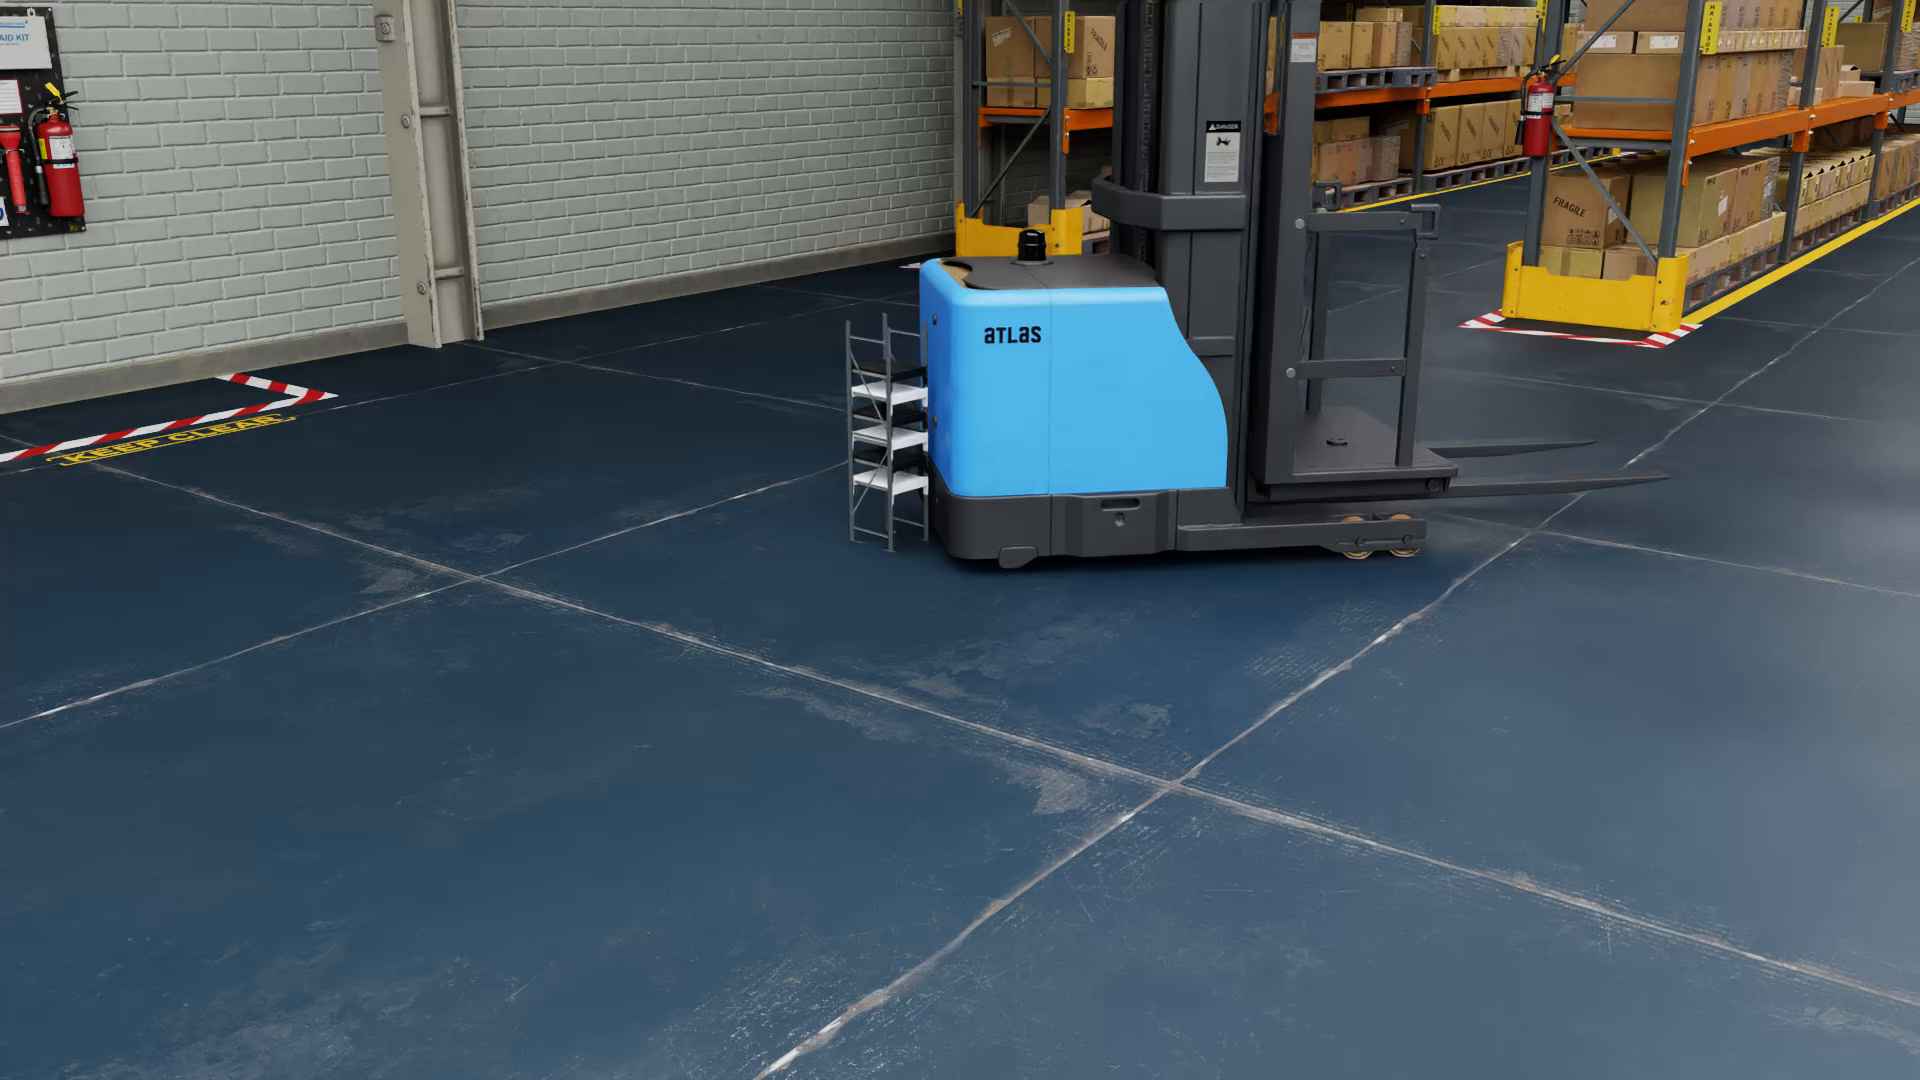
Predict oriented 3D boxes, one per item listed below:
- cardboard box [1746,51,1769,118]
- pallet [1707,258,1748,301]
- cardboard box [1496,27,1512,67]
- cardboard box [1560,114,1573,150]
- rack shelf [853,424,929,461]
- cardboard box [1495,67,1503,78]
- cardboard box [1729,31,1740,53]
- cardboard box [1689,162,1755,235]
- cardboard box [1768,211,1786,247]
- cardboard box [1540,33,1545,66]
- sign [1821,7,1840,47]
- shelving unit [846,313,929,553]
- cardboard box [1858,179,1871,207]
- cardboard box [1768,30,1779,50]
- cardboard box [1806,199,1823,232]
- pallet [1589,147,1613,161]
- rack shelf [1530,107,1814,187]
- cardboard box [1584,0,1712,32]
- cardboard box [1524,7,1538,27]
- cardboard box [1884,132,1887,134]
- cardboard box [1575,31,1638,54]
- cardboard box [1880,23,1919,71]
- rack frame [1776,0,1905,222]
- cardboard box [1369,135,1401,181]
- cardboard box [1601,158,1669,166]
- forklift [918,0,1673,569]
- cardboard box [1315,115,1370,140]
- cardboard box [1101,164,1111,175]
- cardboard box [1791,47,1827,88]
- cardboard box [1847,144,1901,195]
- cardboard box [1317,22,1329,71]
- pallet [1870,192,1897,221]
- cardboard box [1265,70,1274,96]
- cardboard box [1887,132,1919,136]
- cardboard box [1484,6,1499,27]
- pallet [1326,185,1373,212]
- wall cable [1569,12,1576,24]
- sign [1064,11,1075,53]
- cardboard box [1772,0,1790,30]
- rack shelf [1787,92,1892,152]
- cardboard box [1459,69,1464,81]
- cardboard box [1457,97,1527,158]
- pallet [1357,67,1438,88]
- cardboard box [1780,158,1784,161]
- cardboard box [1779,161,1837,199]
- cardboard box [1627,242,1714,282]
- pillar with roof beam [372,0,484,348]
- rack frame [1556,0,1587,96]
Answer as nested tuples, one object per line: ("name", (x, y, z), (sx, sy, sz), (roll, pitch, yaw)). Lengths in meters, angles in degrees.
("cardboard box", (5.953, -3.628, 13.199), (0.700, 0.500, 0.500), (13, 21, 35))
("pallet", (5.590, -2.127, 13.236), (1.003, 0.211, 1.213), (12, 21, 35))
("cardboard box", (6.935, -6.516, 21.964), (0.500, 0.500, 0.500), (12, 21, 35))
("cardboard box", (8.747, -6.120, 24.900), (0.700, 0.500, 0.500), (13, 21, 36))
("rack shelf", (-0.286, -0.392, 6.601), (0.258, 0.077, 0.200), (15, 23, 40))
("cardboard box", (7.004, -6.233, 22.149), (0.380, 0.149, 0.250), (12, 21, 35))
("cardboard box", (5.461, -3.639, 12.141), (0.380, 0.149, 0.250), (12, 21, 33))
("cardboard box", (5.834, -2.670, 12.949), (0.500, 0.500, 0.500), (12, 21, 35))
("cardboard box", (6.723, -2.671, 14.214), (0.500, 0.250, 0.500), (12, 21, 35))
("cardboard box", (7.946, -6.982, 23.663), (0.980, 0.700, 0.700), (13, 21, 36))
("sign", (7.270, -4.286, 13.894), (0.100, 0.325, 0.005), (12, 21, 35))
("shelving unit", (-0.286, -0.424, 6.591), (0.258, 0.900, 0.210), (15, 23, 40))
("cardboard box", (9.089, -3.604, 17.220), (0.500, 0.250, 0.500), (13, 21, 36))
("cardboard box", (6.226, -3.945, 13.128), (0.380, 0.149, 0.250), (12, 21, 34))
("cardboard box", (7.568, -2.994, 15.254), (0.500, 0.250, 0.500), (13, 22, 36))
("pallet", (9.579, -6.129, 26.124), (1.003, 0.211, 1.213), (12, 21, 35))
("rack shelf", (5.632, -3.112, 12.921), (1.077, 0.370, 4.000), (12, 21, 35))
("cardboard box", (4.760, -3.768, 11.465), (0.700, 0.500, 0.500), (13, 21, 35))
("cardboard box", (7.537, -7.113, 22.624), (0.500, 0.250, 0.500), (13, 22, 36))
("cardboard box", (11.106, -4.782, 20.558), (0.500, 0.500, 0.500), (11, 21, 32))
("cardboard box", (4.515, -3.462, 11.571), (0.380, 0.149, 0.250), (12, 21, 34))
("cardboard box", (10.190, -5.487, 18.479), (0.500, 0.500, 0.700), (-15, 23, -40))
("rack frame", (9.207, -4.885, 17.417), (1.000, 3.000, 0.127), (12, 21, 35))
("cardboard box", (4.839, -4.595, 19.956), (0.700, 0.500, 0.500), (13, 21, 35))
("cardboard box", (5.404, -2.765, 13.254), (0.500, 0.500, 0.500), (12, 21, 35))
("forklift", (1.383, -1.475, 6.552), (3.031, 2.935, 1.130), (-3, 17, -8))
("cardboard box", (4.449, -4.829, 19.443), (0.500, 0.250, 0.500), (13, 21, 36))
("cardboard box", (1.761, -3.321, 15.853), (0.700, 0.500, 0.500), (11, 20, 31))
("cardboard box", (7.608, -4.286, 15.318), (0.500, 0.500, 0.500), (14, 22, 39))
("cardboard box", (10.015, -4.085, 18.313), (0.500, 0.500, 0.500), (12, 21, 33))
("cardboard box", (3.512, -5.312, 17.880), (0.700, 0.500, 0.500), (15, 23, 40))
("pallet", (9.682, -3.724, 18.381), (1.003, 0.211, 1.213), (12, 21, 35))
("cardboard box", (2.804, -4.578, 16.648), (0.500, 0.250, 0.500), (12, 21, 35))
("cardboard box", (11.526, -4.686, 20.248), (0.500, 0.500, 0.500), (12, 21, 34))
("cardboard box", (6.617, -6.750, 21.454), (0.500, 0.250, 0.500), (12, 21, 34))
("pallet", (4.032, -3.953, 19.116), (1.003, 0.211, 1.213), (12, 21, 35))
("wall cable", (9.996, -8.622, 27.738), (0.084, 1.984, 1.851), (12, 21, 35))
("sign", (0.895, -4.172, 13.660), (0.100, 0.325, 0.005), (12, 21, 35))
("cardboard box", (6.264, -4.372, 13.409), (0.700, 0.500, 0.500), (12, 21, 35))
("rack shelf", (8.015, -4.065, 15.989), (1.077, 0.370, 4.000), (12, 21, 35))
("cardboard box", (6.190, -5.938, 21.199), (0.380, 0.149, 0.250), (13, 21, 36))
("cardboard box", (7.327, -5.708, 22.984), (0.750, 0.750, 0.750), (13, 21, 35))
("pallet", (4.887, -5.479, 19.654), (1.213, 0.211, 1.003), (12, 21, 35))
("cardboard box", (7.741, -3.597, 16.252), (0.500, 0.311, 0.500), (12, 21, 34))
("cardboard box", (7.880, -3.384, 15.565), (0.500, 0.311, 0.500), (12, 21, 33))
("cardboard box", (5.233, -2.075, 12.297), (0.500, 0.250, 0.500), (12, 21, 35))
("pillar with roof beam", (0.064, -4.849, 7.185), (9.100, 9.000, 0.400), (12, 21, 35))
("rack frame", (9.993, -7.665, 26.368), (1.000, 3.000, 0.127), (12, 21, 35))
